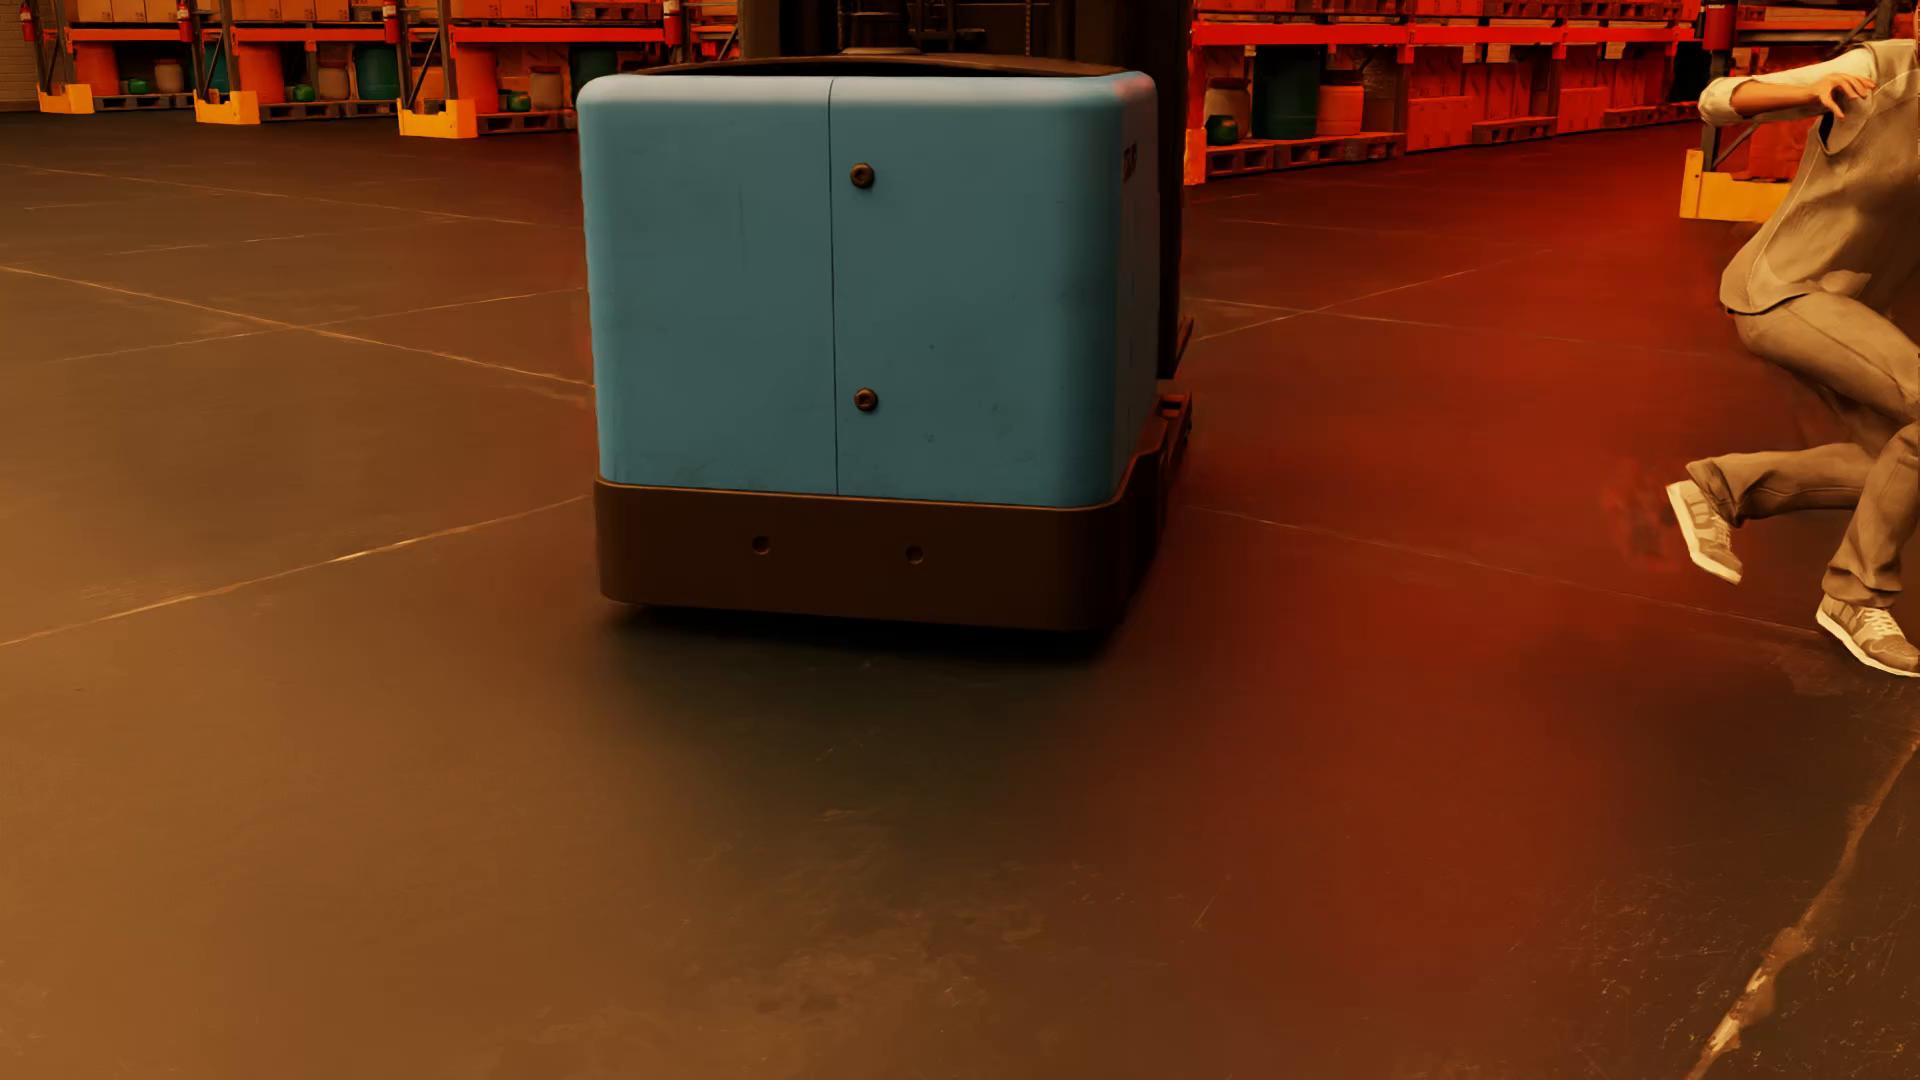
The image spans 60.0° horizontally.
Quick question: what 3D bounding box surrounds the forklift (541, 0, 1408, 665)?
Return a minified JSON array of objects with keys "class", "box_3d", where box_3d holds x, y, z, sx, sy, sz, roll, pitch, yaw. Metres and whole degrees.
[{"class":"forklift","box_3d":[-0.312,-1.555,4.018,1.130,2.935,3.031,-10,19,-29]}]
